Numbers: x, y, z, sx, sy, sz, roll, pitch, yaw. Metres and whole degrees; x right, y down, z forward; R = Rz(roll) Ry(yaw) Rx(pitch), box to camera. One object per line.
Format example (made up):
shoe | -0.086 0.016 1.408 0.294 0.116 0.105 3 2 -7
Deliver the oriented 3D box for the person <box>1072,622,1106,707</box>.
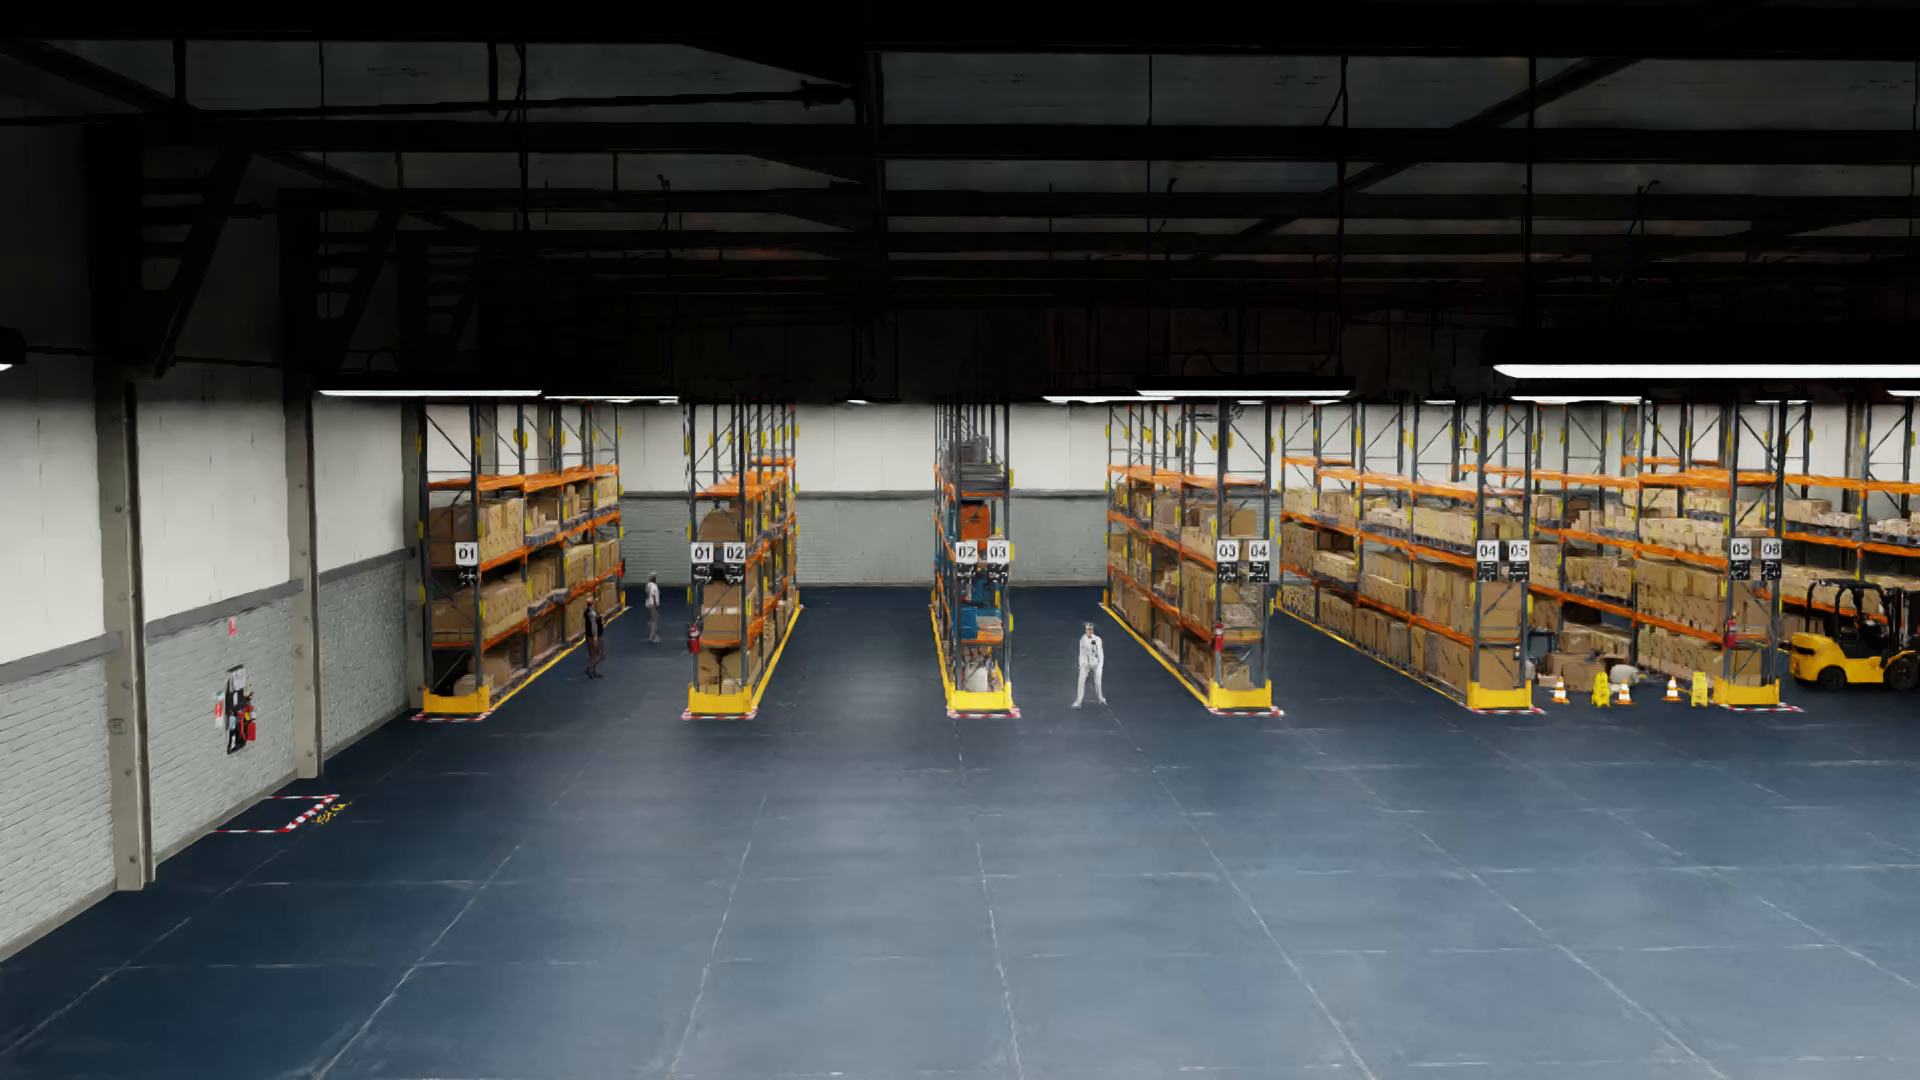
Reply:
person | 2.489 2.364 31.762 0.525 1.622 0.911 2 5 22

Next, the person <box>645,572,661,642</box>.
person | -7.502 1.655 40.719 0.372 1.737 0.526 -3 5 -29

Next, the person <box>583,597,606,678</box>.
person | -7.753 2.054 35.074 0.445 1.718 0.575 -3 5 -29
